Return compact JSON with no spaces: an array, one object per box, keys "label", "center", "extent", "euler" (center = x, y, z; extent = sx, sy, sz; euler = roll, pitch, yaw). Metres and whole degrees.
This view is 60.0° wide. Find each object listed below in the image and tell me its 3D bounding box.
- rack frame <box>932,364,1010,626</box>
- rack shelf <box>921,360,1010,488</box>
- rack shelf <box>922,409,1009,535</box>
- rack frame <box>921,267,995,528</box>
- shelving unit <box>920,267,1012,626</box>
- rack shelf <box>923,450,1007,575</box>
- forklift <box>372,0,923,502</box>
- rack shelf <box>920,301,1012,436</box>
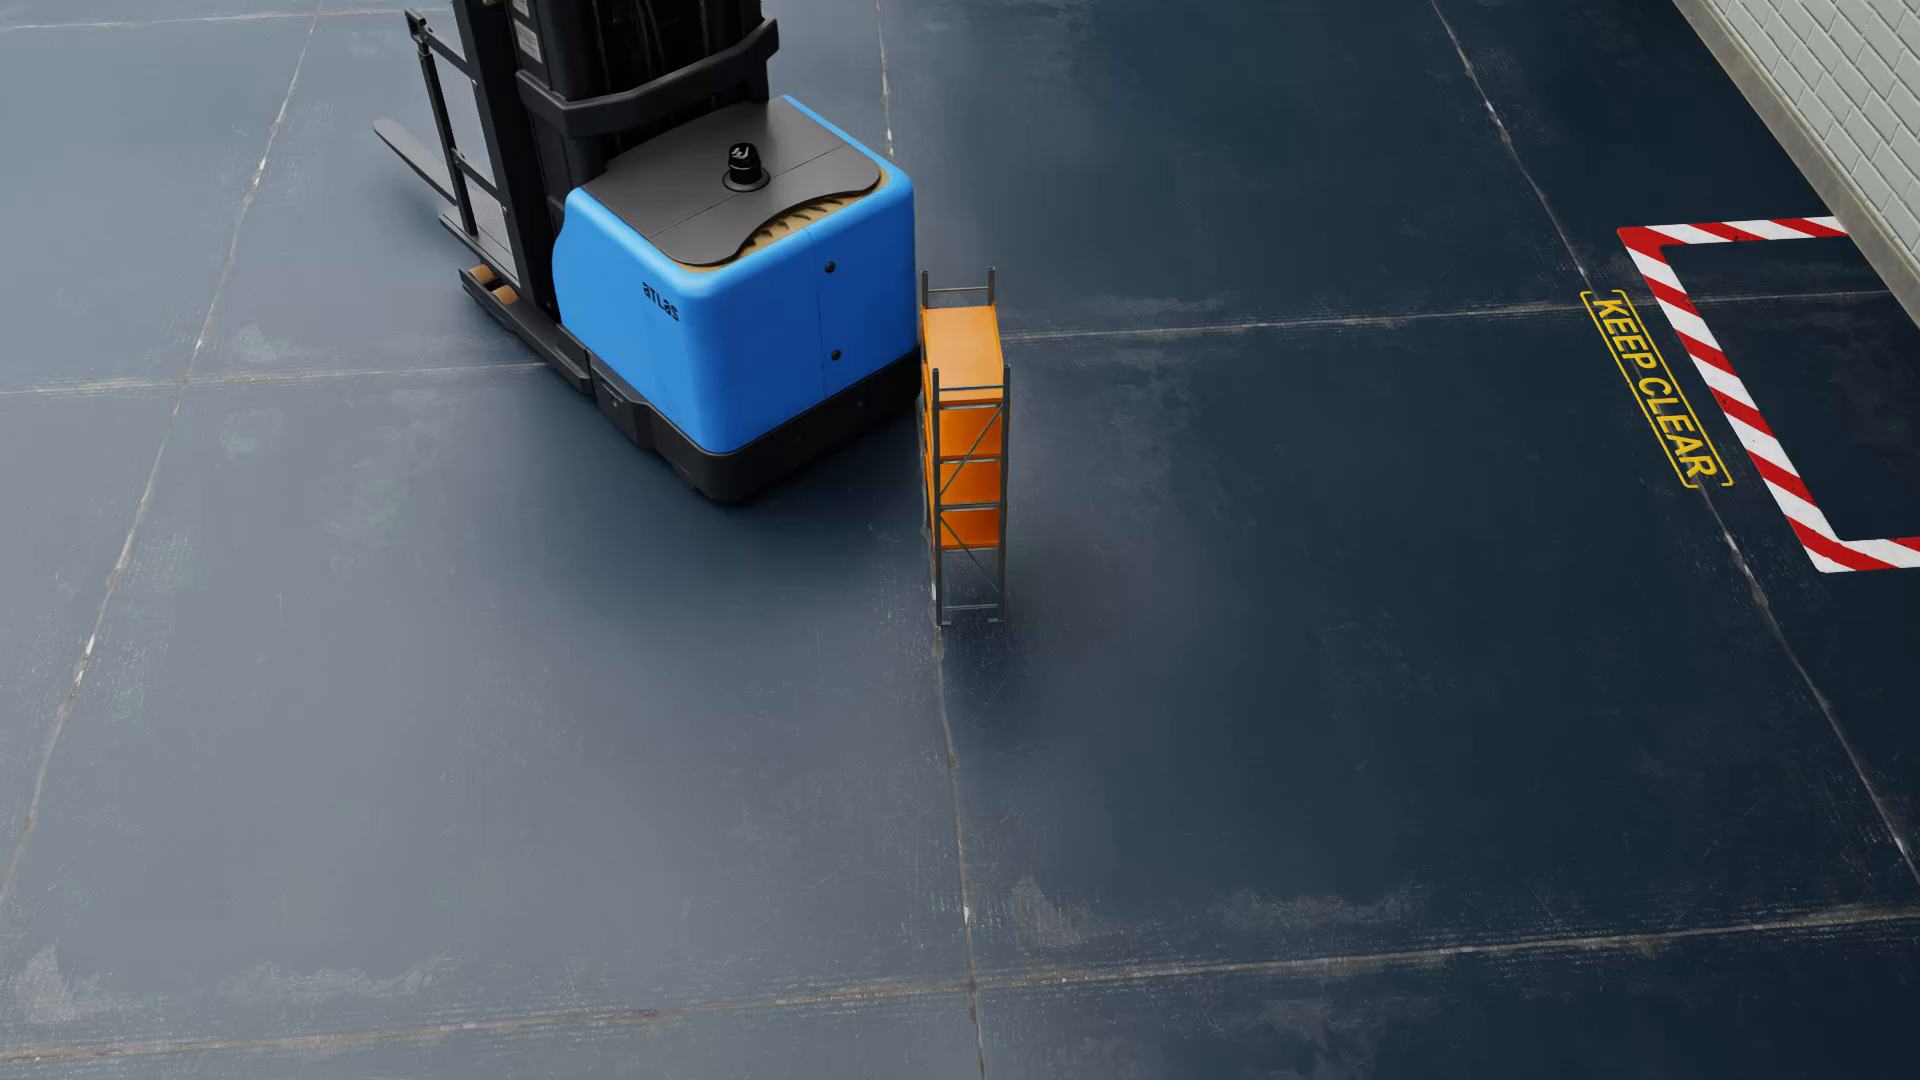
[{"label":"rack frame","center":[0.034,-0.116,5.534],"extent":[0.240,1.200,0.015],"euler":[-3,47,-3]},{"label":"rack shelf","center":[0.014,-0.400,5.587],"extent":[0.258,0.148,0.480],"euler":[-3,47,-3]},{"label":"rack shelf","center":[0.014,-0.247,5.750],"extent":[0.258,0.148,0.480],"euler":[-3,47,-3]},{"label":"rack frame","center":[-0.007,-0.469,5.868],"extent":[0.240,1.200,0.015],"euler":[-3,47,-3]},{"label":"shelving unit","center":[0.014,-0.293,5.701],"extent":[0.258,1.200,0.503],"euler":[-3,47,-3]},{"label":"rack shelf","center":[0.014,-0.110,5.894],"extent":[0.258,0.148,0.480],"euler":[-3,47,-3]},{"label":"forklift","center":[-1.504,-2.146,6.264],"extent":[1.130,2.935,3.031],"euler":[-33,55,-27]},{"label":"rack shelf","center":[0.014,-0.563,5.416],"extent":[0.258,0.148,0.480],"euler":[-3,47,-3]}]
